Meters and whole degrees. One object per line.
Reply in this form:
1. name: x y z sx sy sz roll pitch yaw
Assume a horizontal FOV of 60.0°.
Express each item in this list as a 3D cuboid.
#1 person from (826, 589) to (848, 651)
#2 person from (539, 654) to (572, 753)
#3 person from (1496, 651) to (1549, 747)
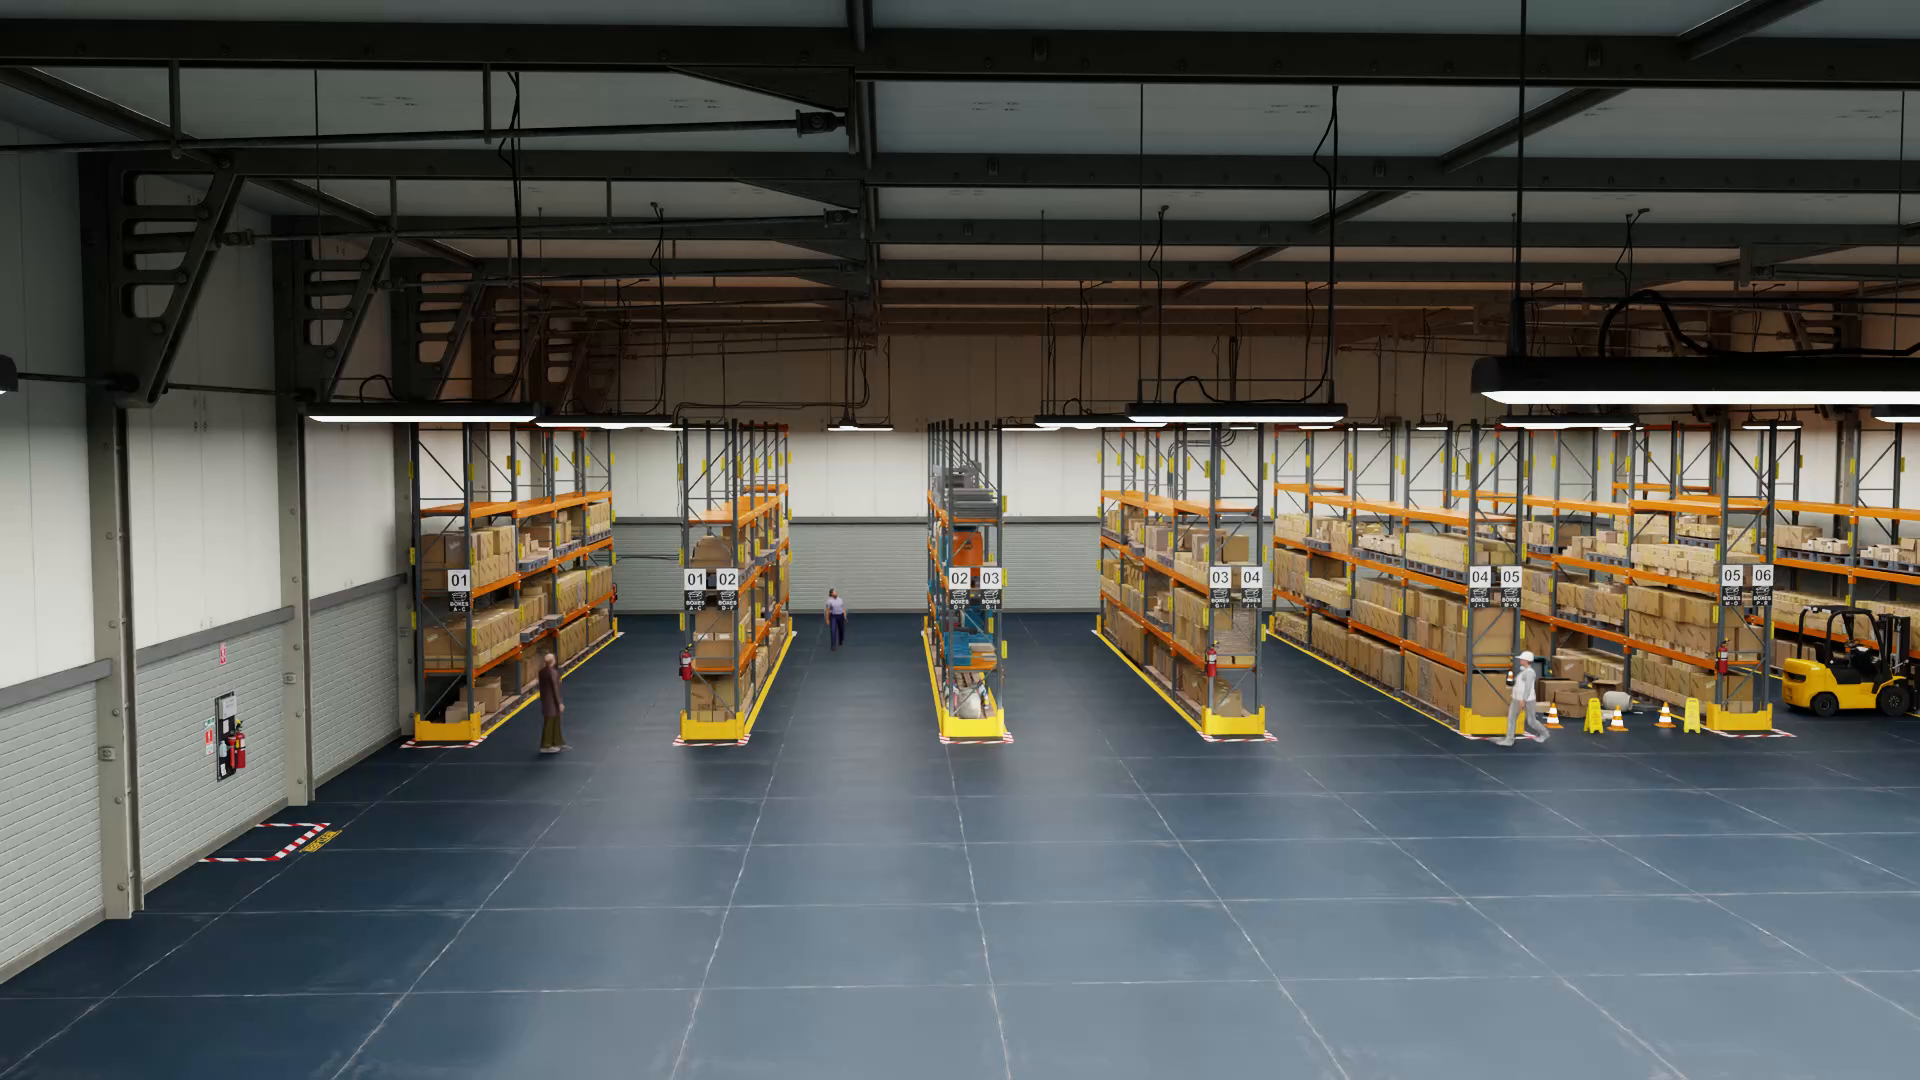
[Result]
1. person: -3.228 2.059 43.416 0.566 1.581 0.952 -1 4 -8
2. person: -7.265 2.935 29.866 0.590 1.803 0.607 -1 4 -18
3. person: 10.333 2.909 30.408 0.981 1.747 0.499 -2 4 -26
